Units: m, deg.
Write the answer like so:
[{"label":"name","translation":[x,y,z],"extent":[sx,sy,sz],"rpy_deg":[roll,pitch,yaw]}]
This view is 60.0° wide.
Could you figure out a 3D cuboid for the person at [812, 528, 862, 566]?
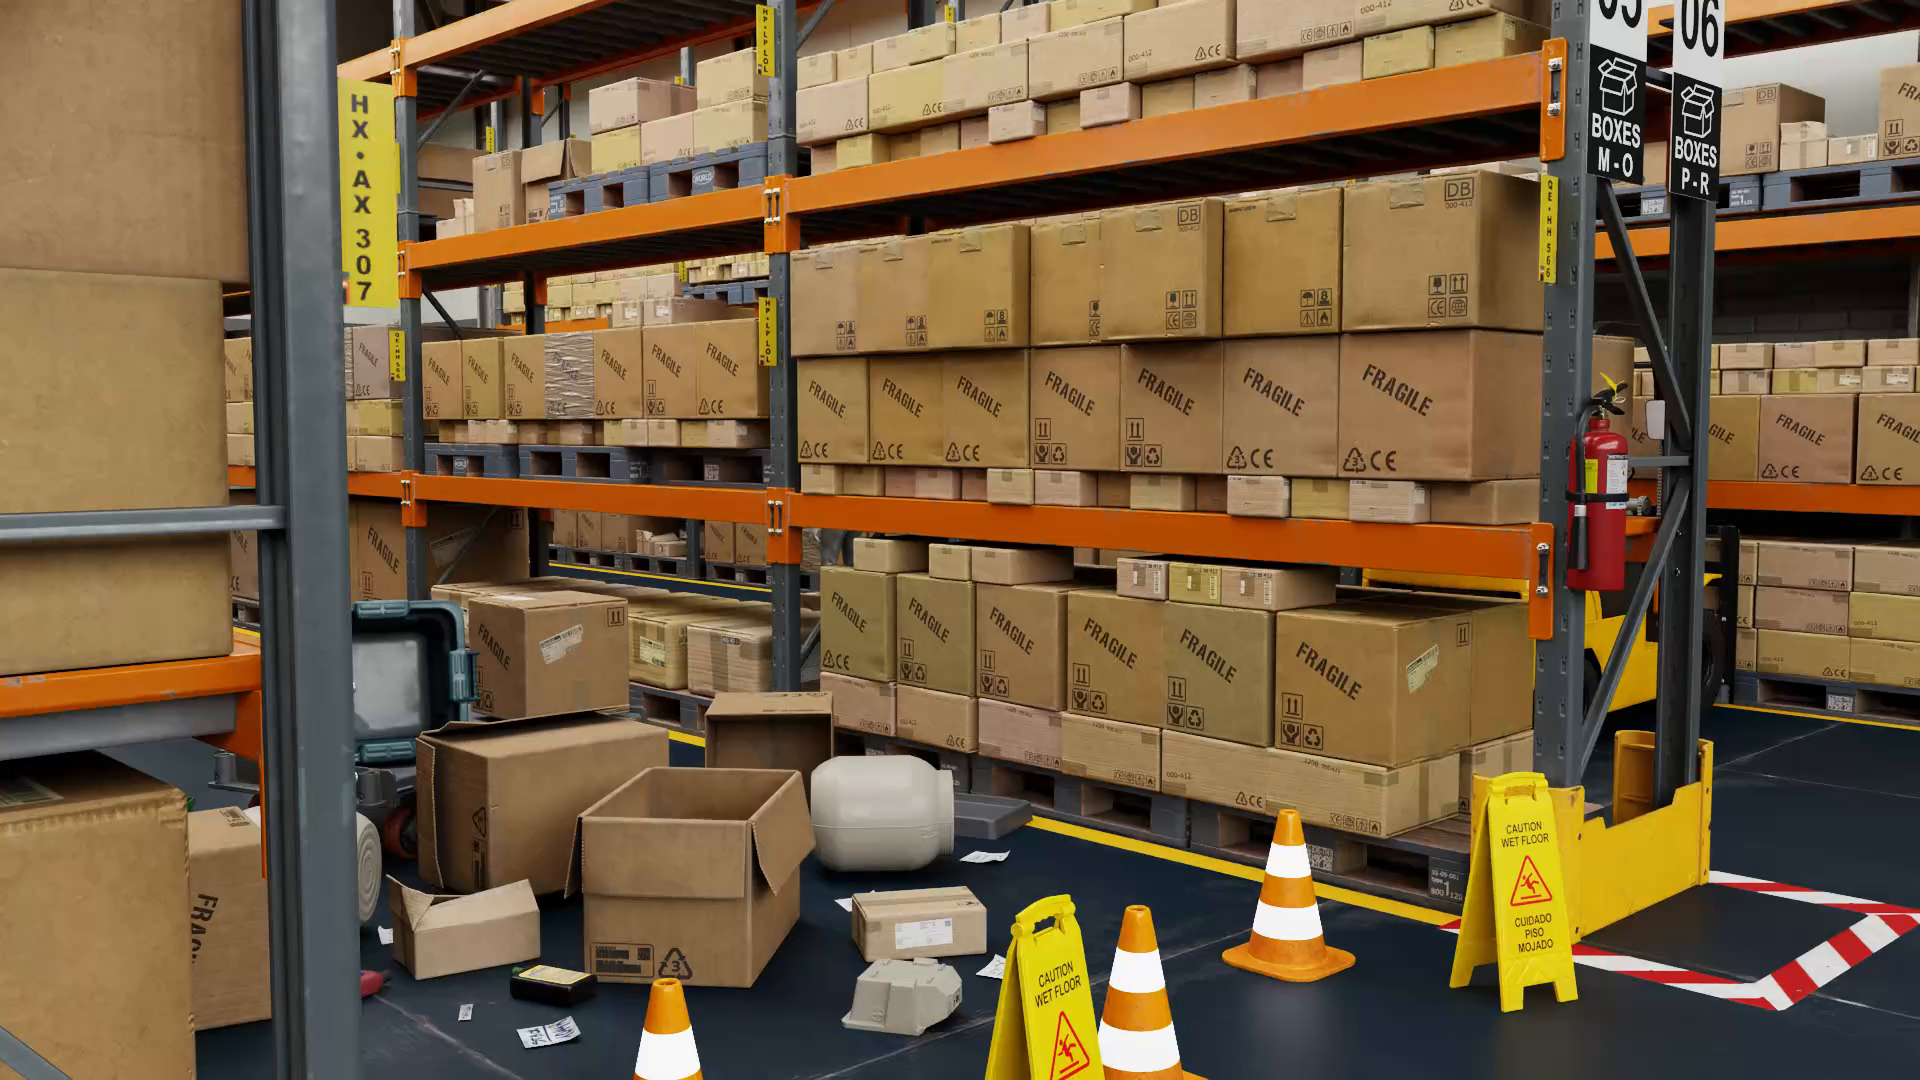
[{"label":"person","translation":[-0.970,-0.131,13.354],"extent":[0.369,1.667,0.547],"rpy_deg":[4,6,43]}]
